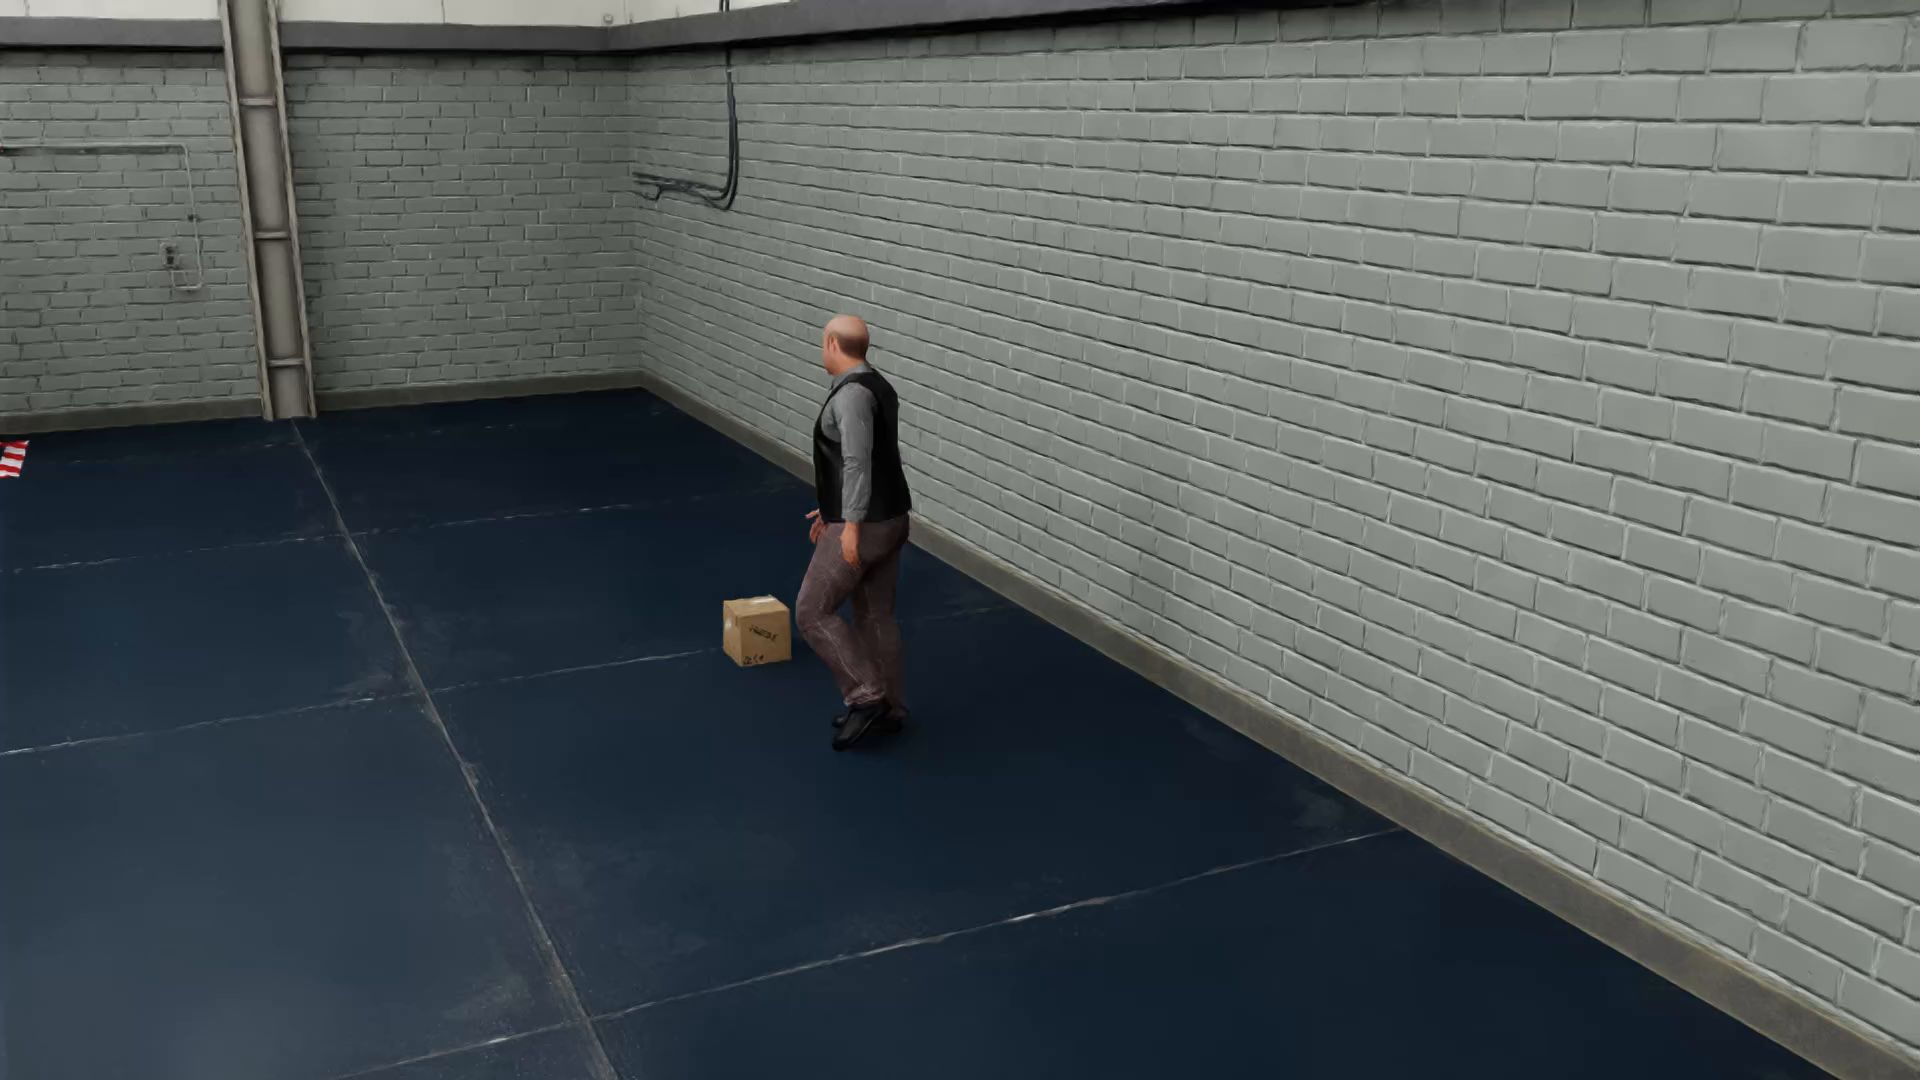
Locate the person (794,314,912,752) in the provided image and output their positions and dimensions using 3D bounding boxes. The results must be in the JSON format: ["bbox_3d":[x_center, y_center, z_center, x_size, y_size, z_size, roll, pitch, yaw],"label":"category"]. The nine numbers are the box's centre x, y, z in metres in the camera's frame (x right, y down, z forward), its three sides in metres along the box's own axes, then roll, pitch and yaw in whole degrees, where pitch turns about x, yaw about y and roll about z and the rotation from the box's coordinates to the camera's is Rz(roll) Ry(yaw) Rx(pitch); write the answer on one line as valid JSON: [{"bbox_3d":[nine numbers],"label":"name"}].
[{"bbox_3d":[-0.428,0.008,6.769,0.468,1.603,0.631,3,15,9],"label":"person"}]
